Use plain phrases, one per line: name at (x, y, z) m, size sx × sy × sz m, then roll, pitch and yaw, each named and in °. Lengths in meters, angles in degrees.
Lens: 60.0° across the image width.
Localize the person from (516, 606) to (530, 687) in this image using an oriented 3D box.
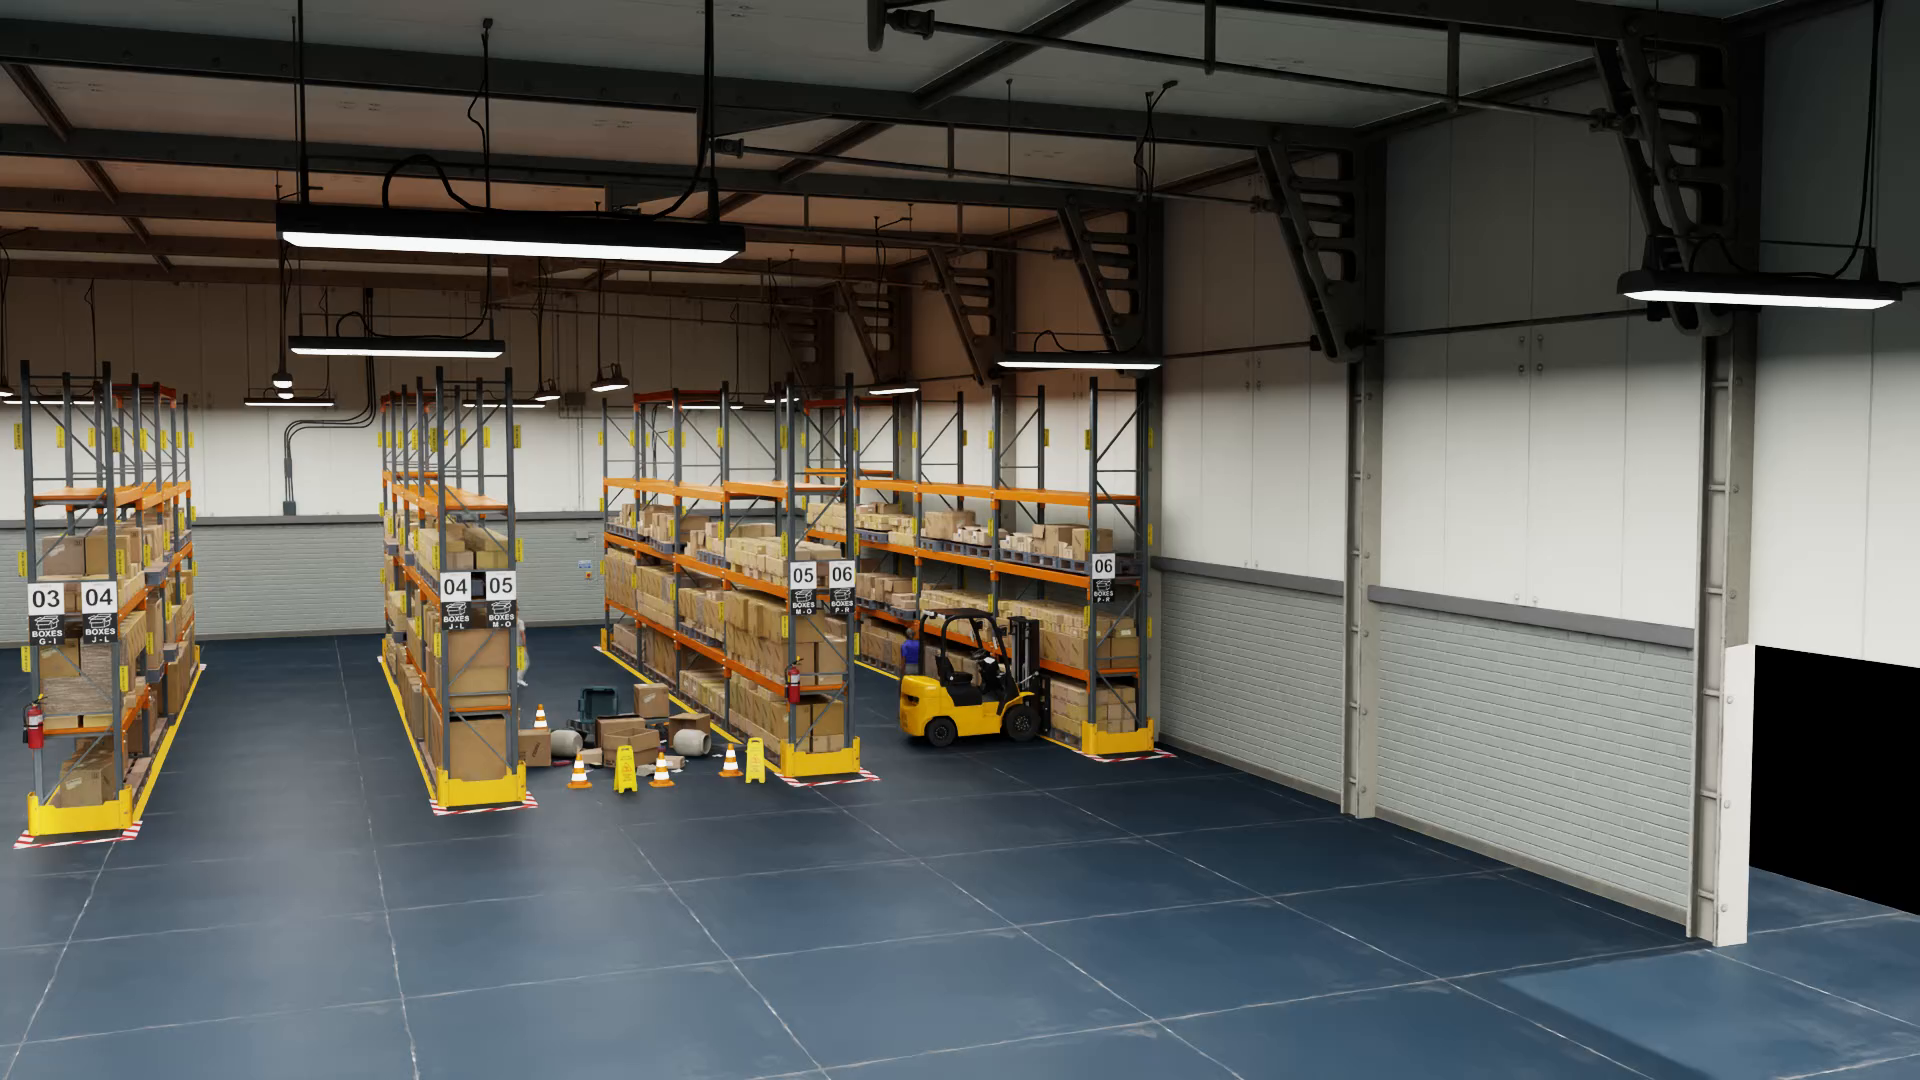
person at (-8.952, 2.158, 33.432) m, size 0.483 × 1.671 × 0.476 m, roll 1°, pitch 4°, yaw 14°

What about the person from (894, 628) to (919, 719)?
person at (-0.868, 2.422, 29.740) m, size 0.487 × 1.684 × 0.612 m, roll -2°, pitch 4°, yaw -31°
